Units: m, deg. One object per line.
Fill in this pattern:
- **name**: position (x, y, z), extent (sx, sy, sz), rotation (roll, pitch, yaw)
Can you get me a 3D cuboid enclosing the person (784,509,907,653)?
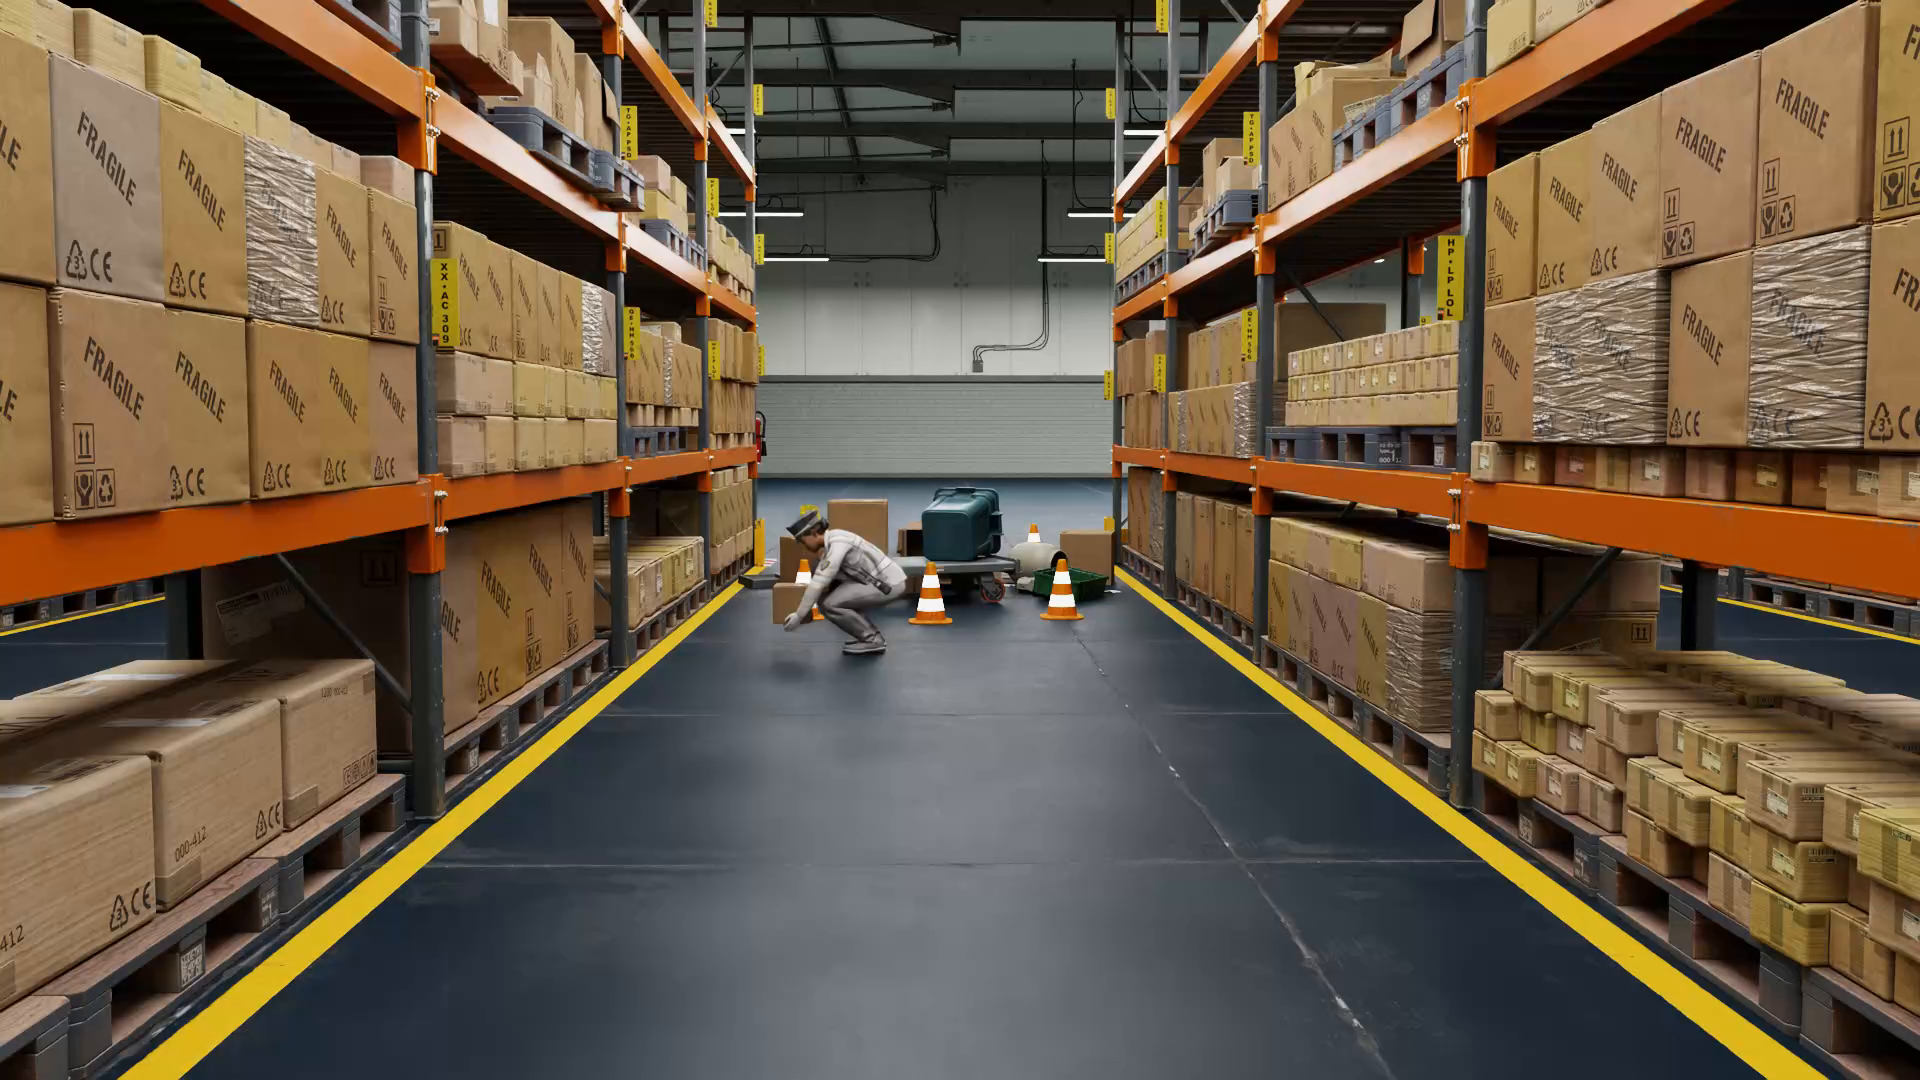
- **person**: position (-0.770, 0.274, 11.178), extent (0.826, 0.967, 0.492), rotation (0, 4, -1)
